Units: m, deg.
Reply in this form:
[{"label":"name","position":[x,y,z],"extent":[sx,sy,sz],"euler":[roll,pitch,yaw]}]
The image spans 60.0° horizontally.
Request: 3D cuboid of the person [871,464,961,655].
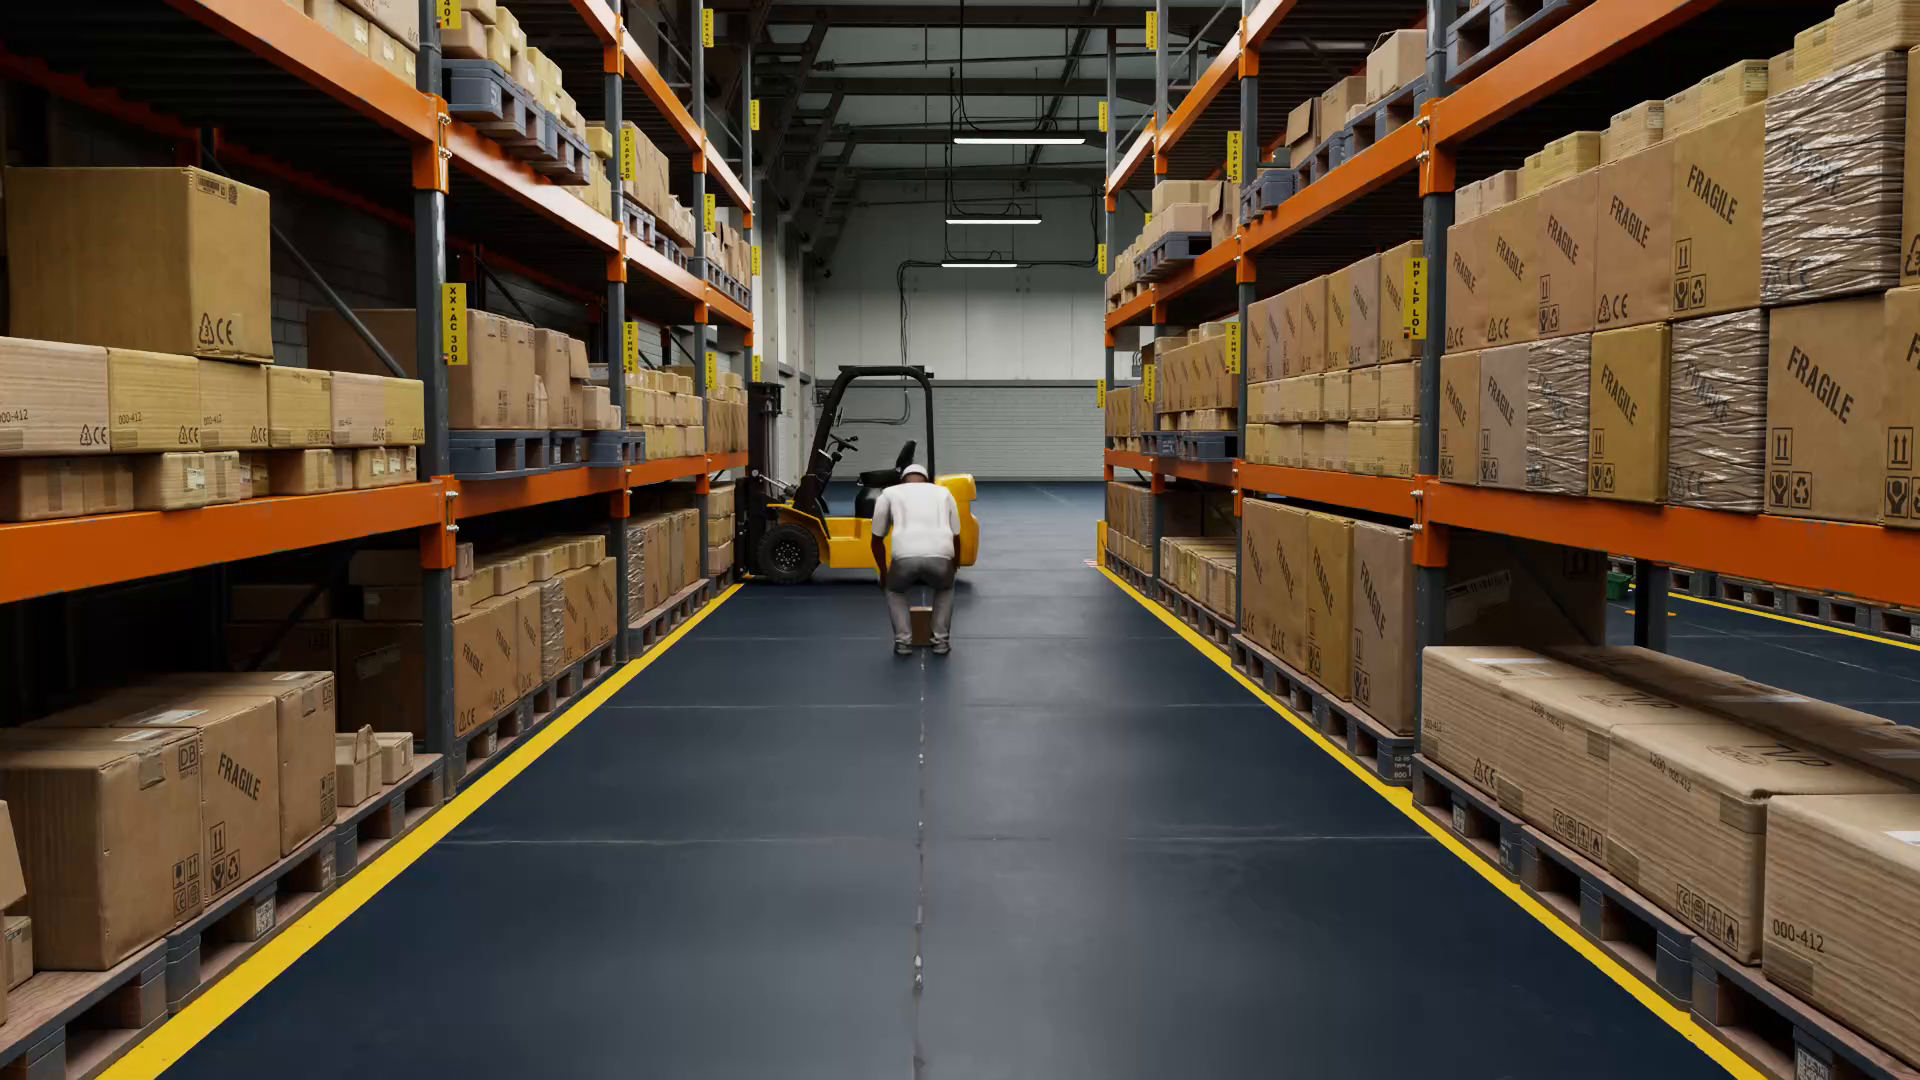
[{"label":"person","position":[-0.302,0.124,11.394],"extent":[0.627,1.283,0.817],"euler":[0,4,-1]}]
